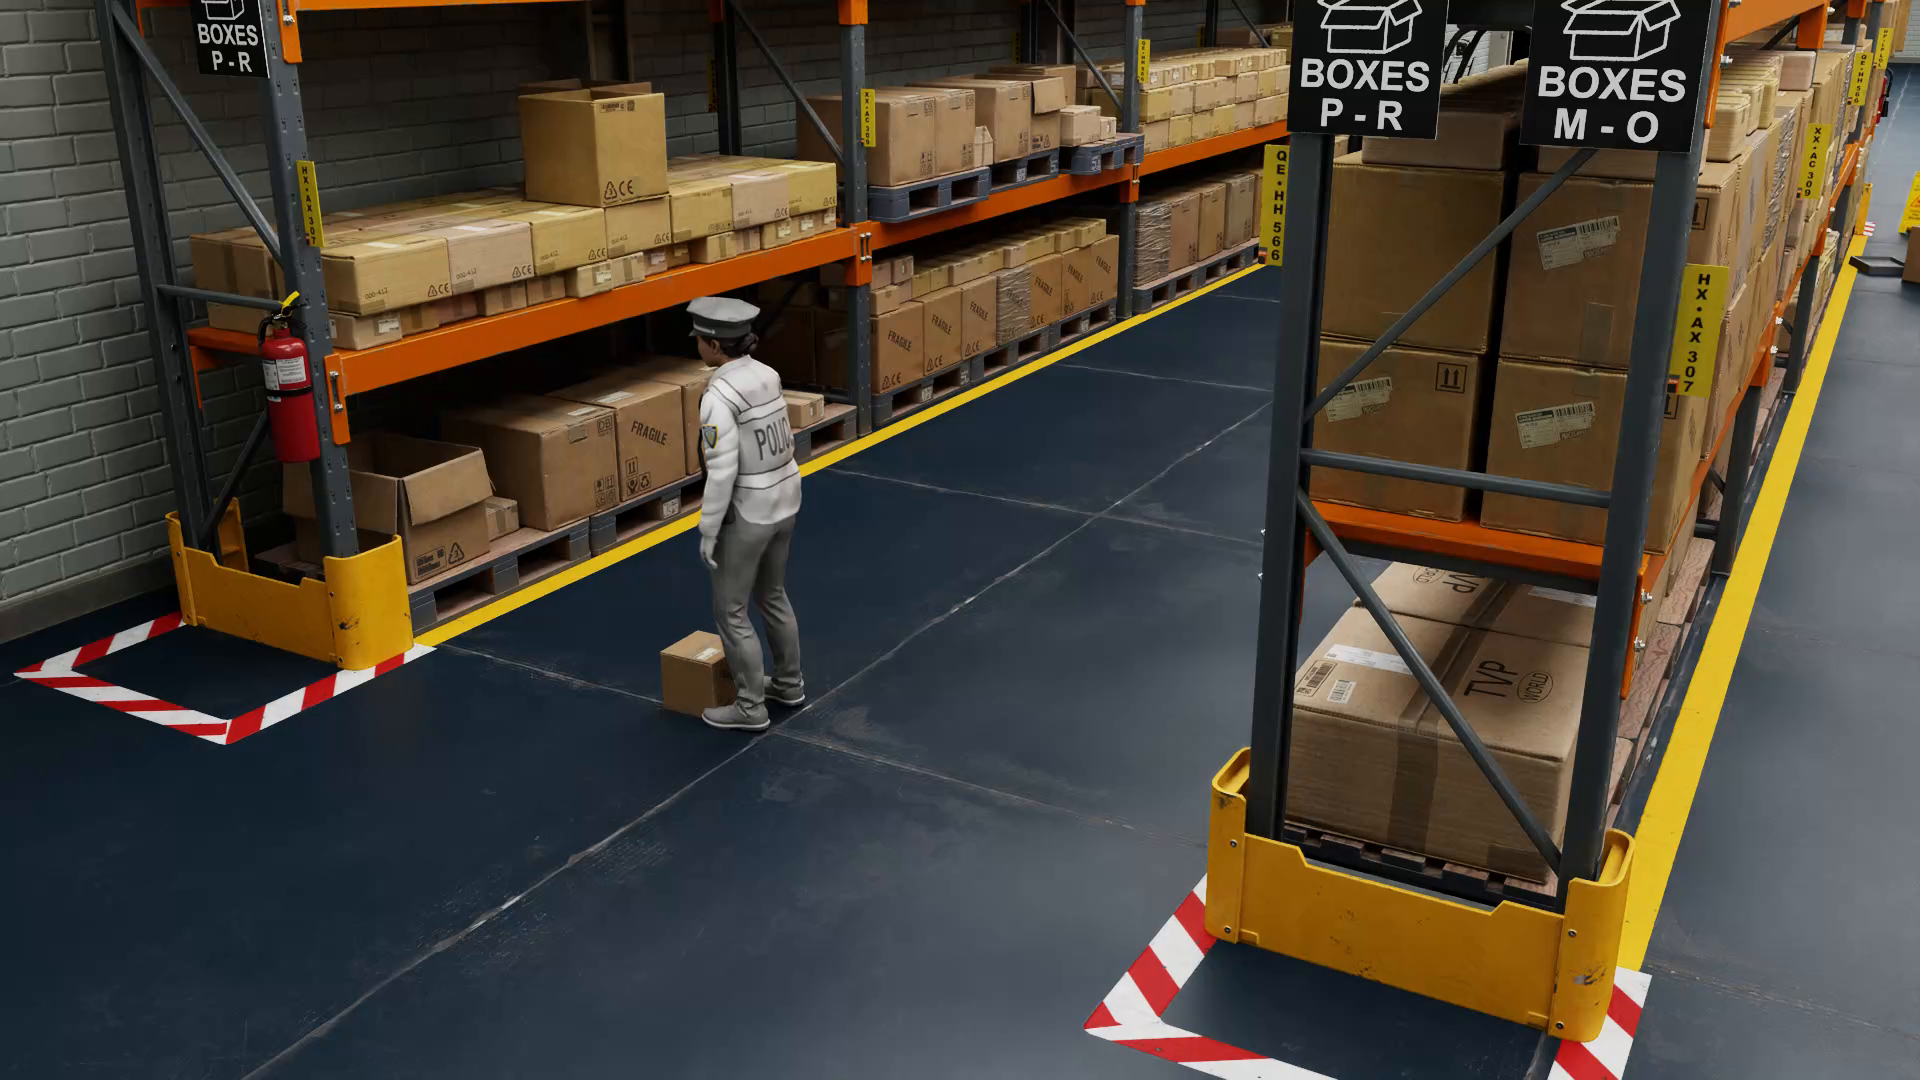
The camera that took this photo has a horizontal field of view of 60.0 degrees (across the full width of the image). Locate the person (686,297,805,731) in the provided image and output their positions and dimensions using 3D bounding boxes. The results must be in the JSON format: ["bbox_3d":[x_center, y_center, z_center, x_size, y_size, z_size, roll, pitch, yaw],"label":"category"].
[{"bbox_3d":[-0.807,-0.086,6.301,0.371,1.666,0.547,9,22,24],"label":"person"}]
